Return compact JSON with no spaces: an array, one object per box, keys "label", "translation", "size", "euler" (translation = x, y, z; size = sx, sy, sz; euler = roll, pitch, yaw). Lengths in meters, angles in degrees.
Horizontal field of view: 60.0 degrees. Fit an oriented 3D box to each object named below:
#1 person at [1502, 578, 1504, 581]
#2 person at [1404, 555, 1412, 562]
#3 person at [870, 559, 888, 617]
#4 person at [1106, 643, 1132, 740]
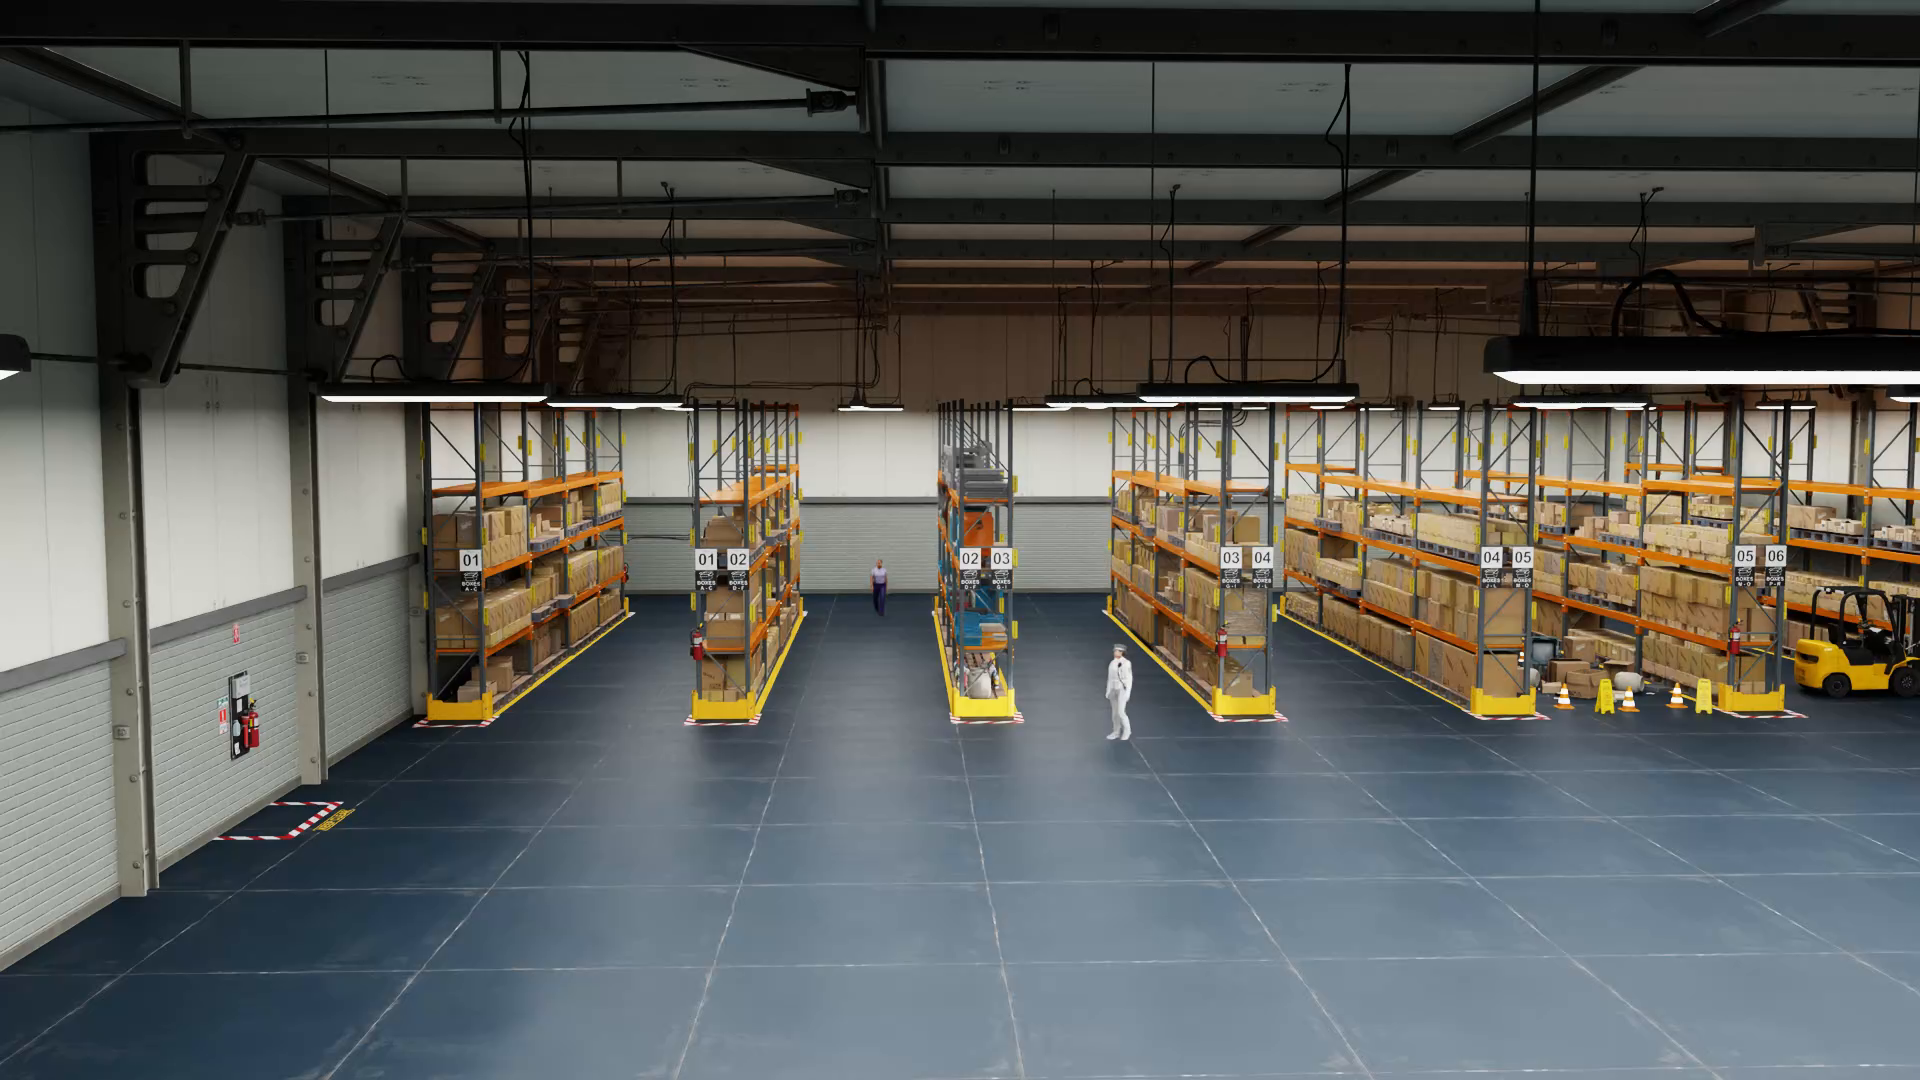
[{"label":"person","translation":[12.991,1.797,40.450],"size":[0.591,1.781,0.614],"euler":[3,5,37]},{"label":"person","translation":[13.210,1.178,49.080],"size":[0.922,1.619,0.531],"euler":[0,4,-3]},{"label":"person","translation":[-2.292,1.346,47.128],"size":[0.499,1.605,0.929],"euler":[0,4,3]},{"label":"person","translation":[2.788,2.656,29.241],"size":[0.376,1.688,0.517],"euler":[-3,6,-38]}]
